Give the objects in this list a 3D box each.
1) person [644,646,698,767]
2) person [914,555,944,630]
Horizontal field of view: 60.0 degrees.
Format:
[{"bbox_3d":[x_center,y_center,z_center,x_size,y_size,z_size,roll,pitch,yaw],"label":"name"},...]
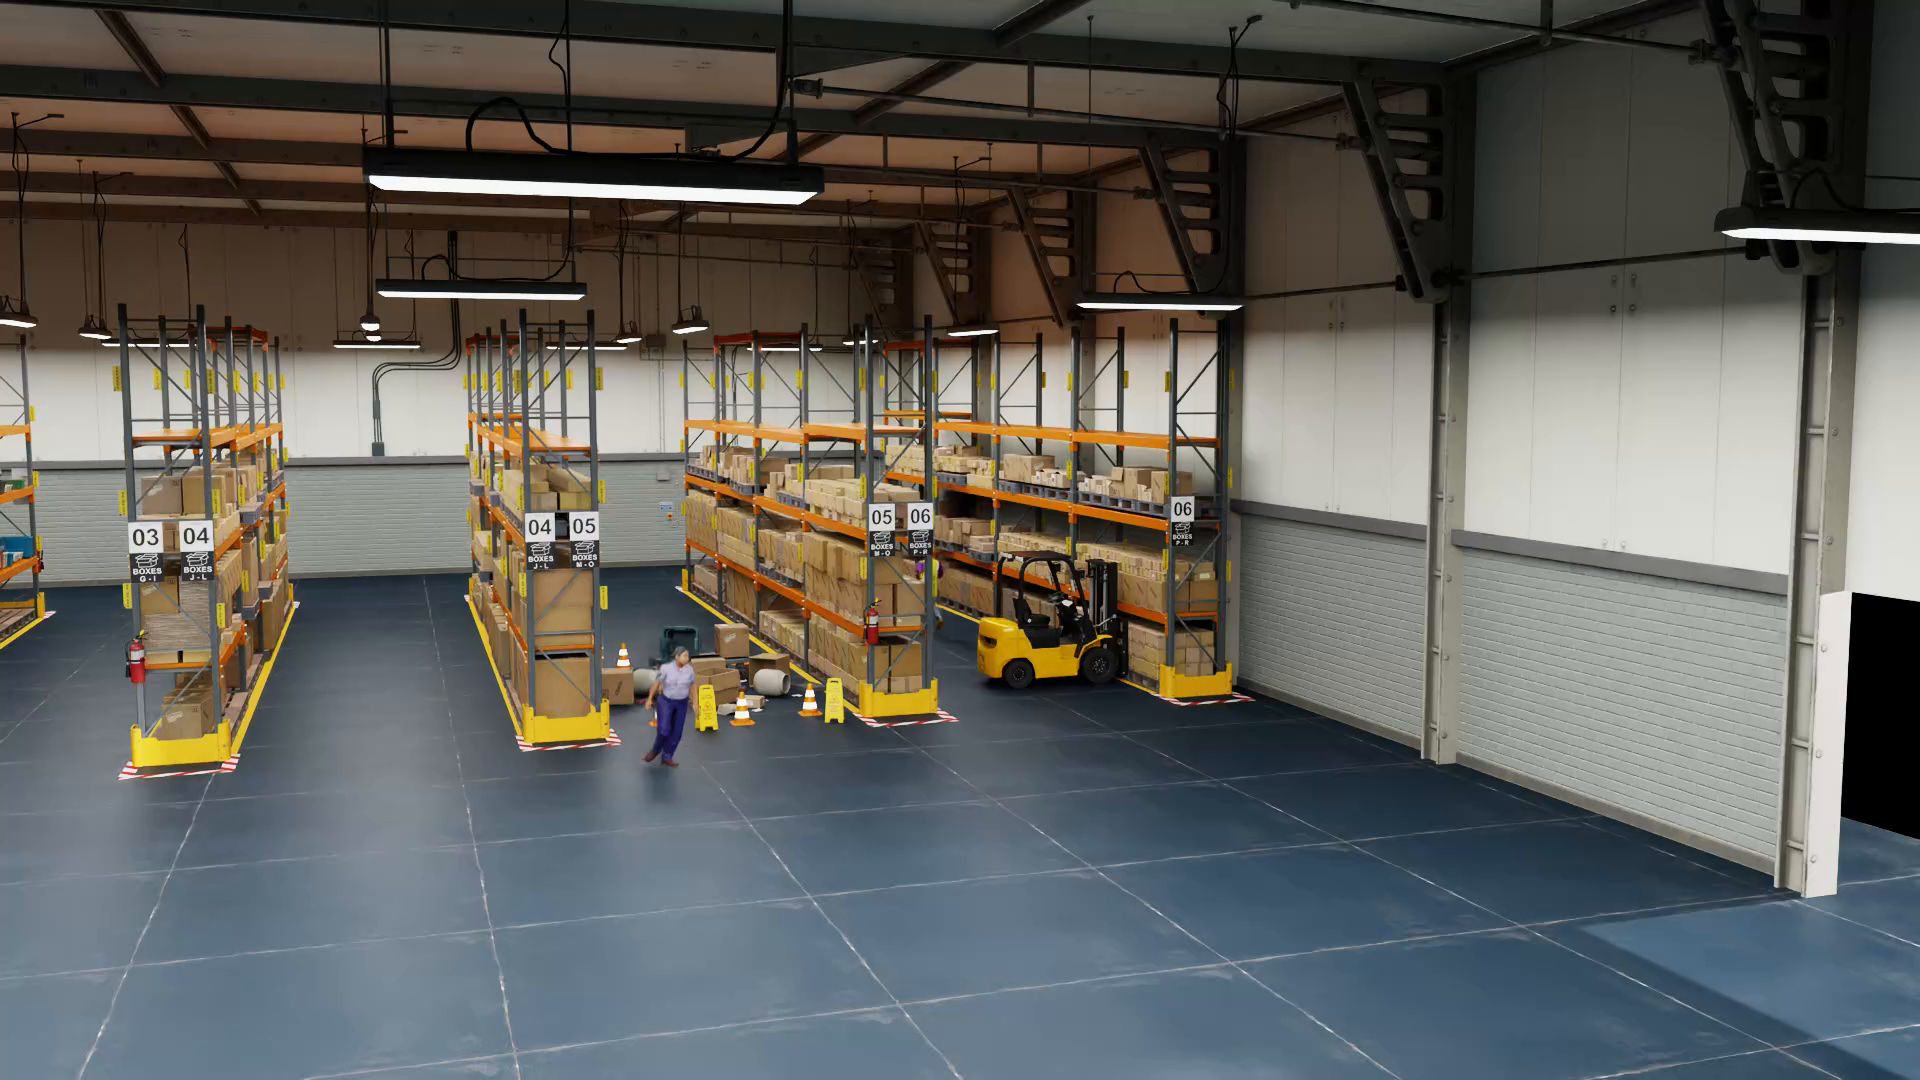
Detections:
[{"bbox_3d":[-3.763,2.163,21.639,0.650,1.616,0.528,-4,6,-33],"label":"person"},{"bbox_3d":[-0.660,0.942,33.175,0.716,1.671,0.948,-3,6,-29],"label":"person"}]
